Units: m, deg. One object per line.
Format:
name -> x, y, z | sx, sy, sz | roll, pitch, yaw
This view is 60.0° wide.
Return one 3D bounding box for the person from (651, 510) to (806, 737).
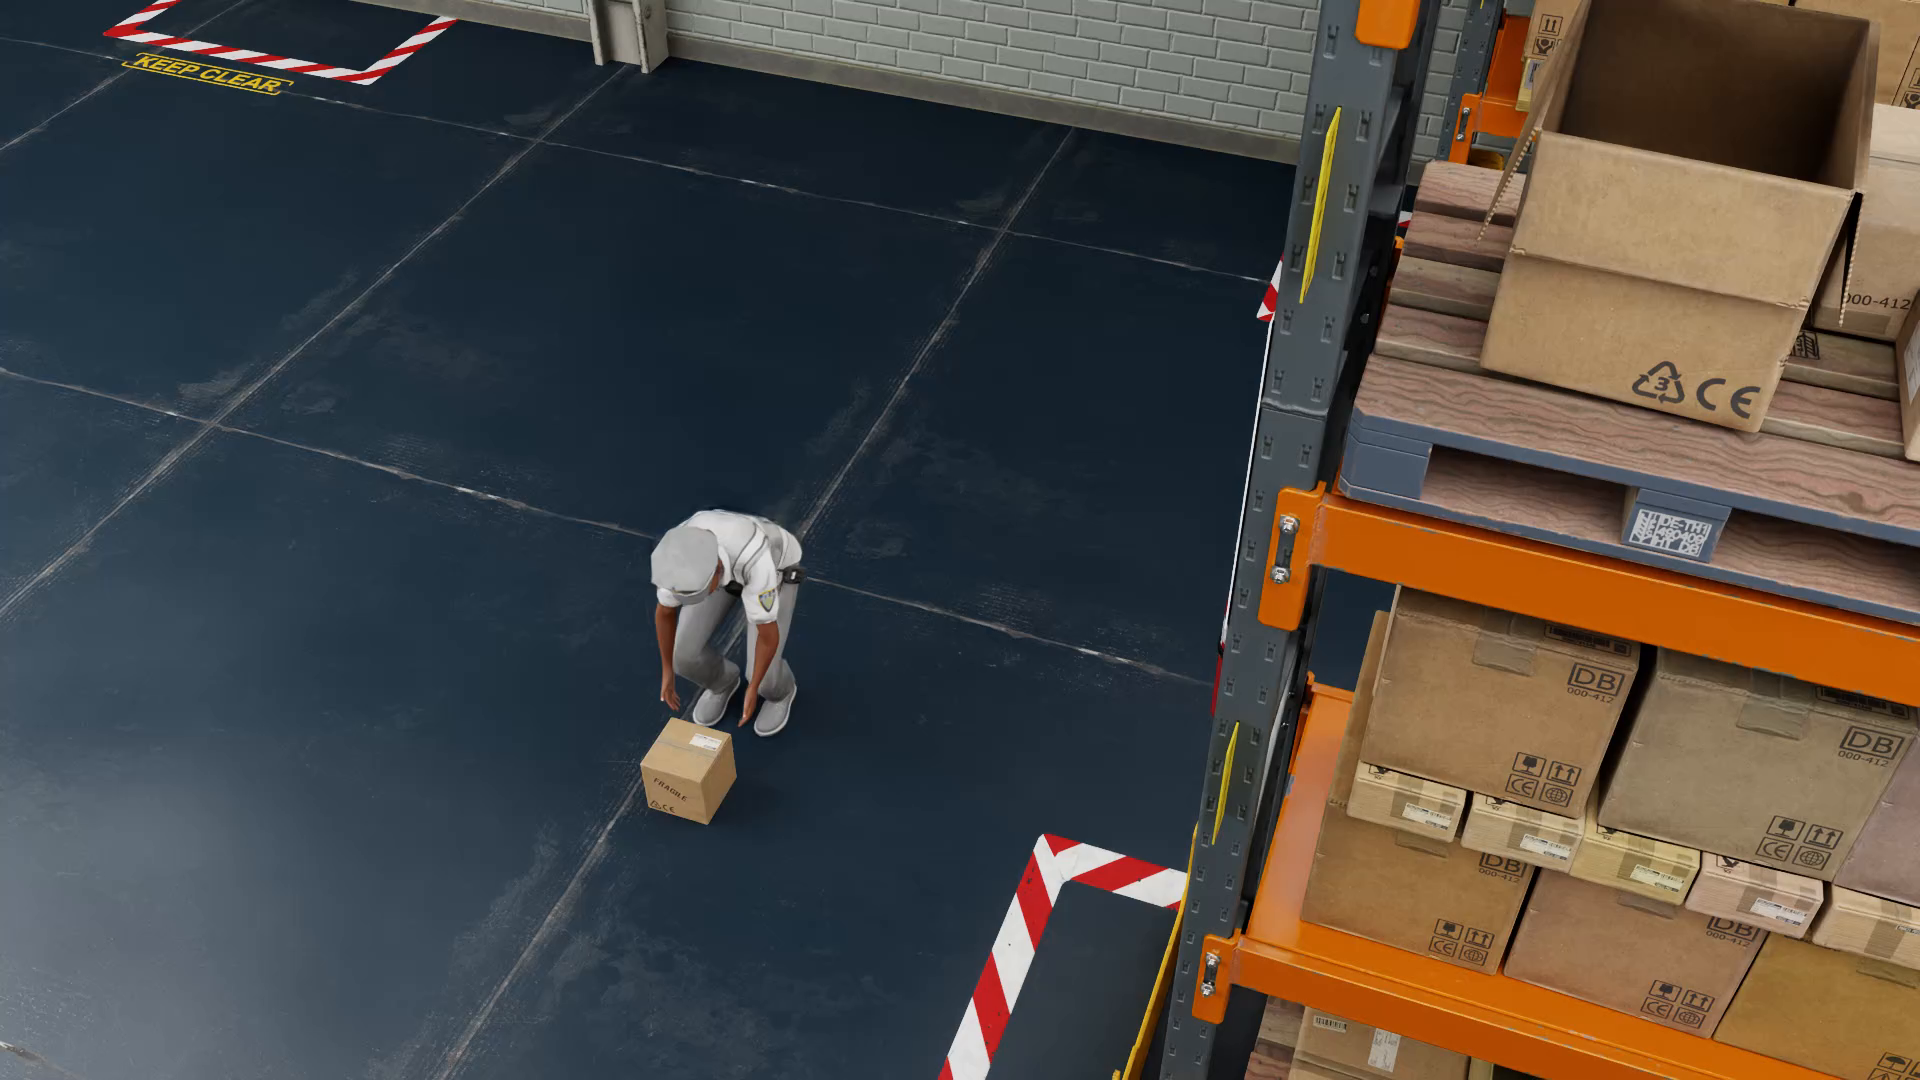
person -> -0.845, 0.282, 6.204 | 0.496, 1.189, 0.803 | 14, 44, 15
